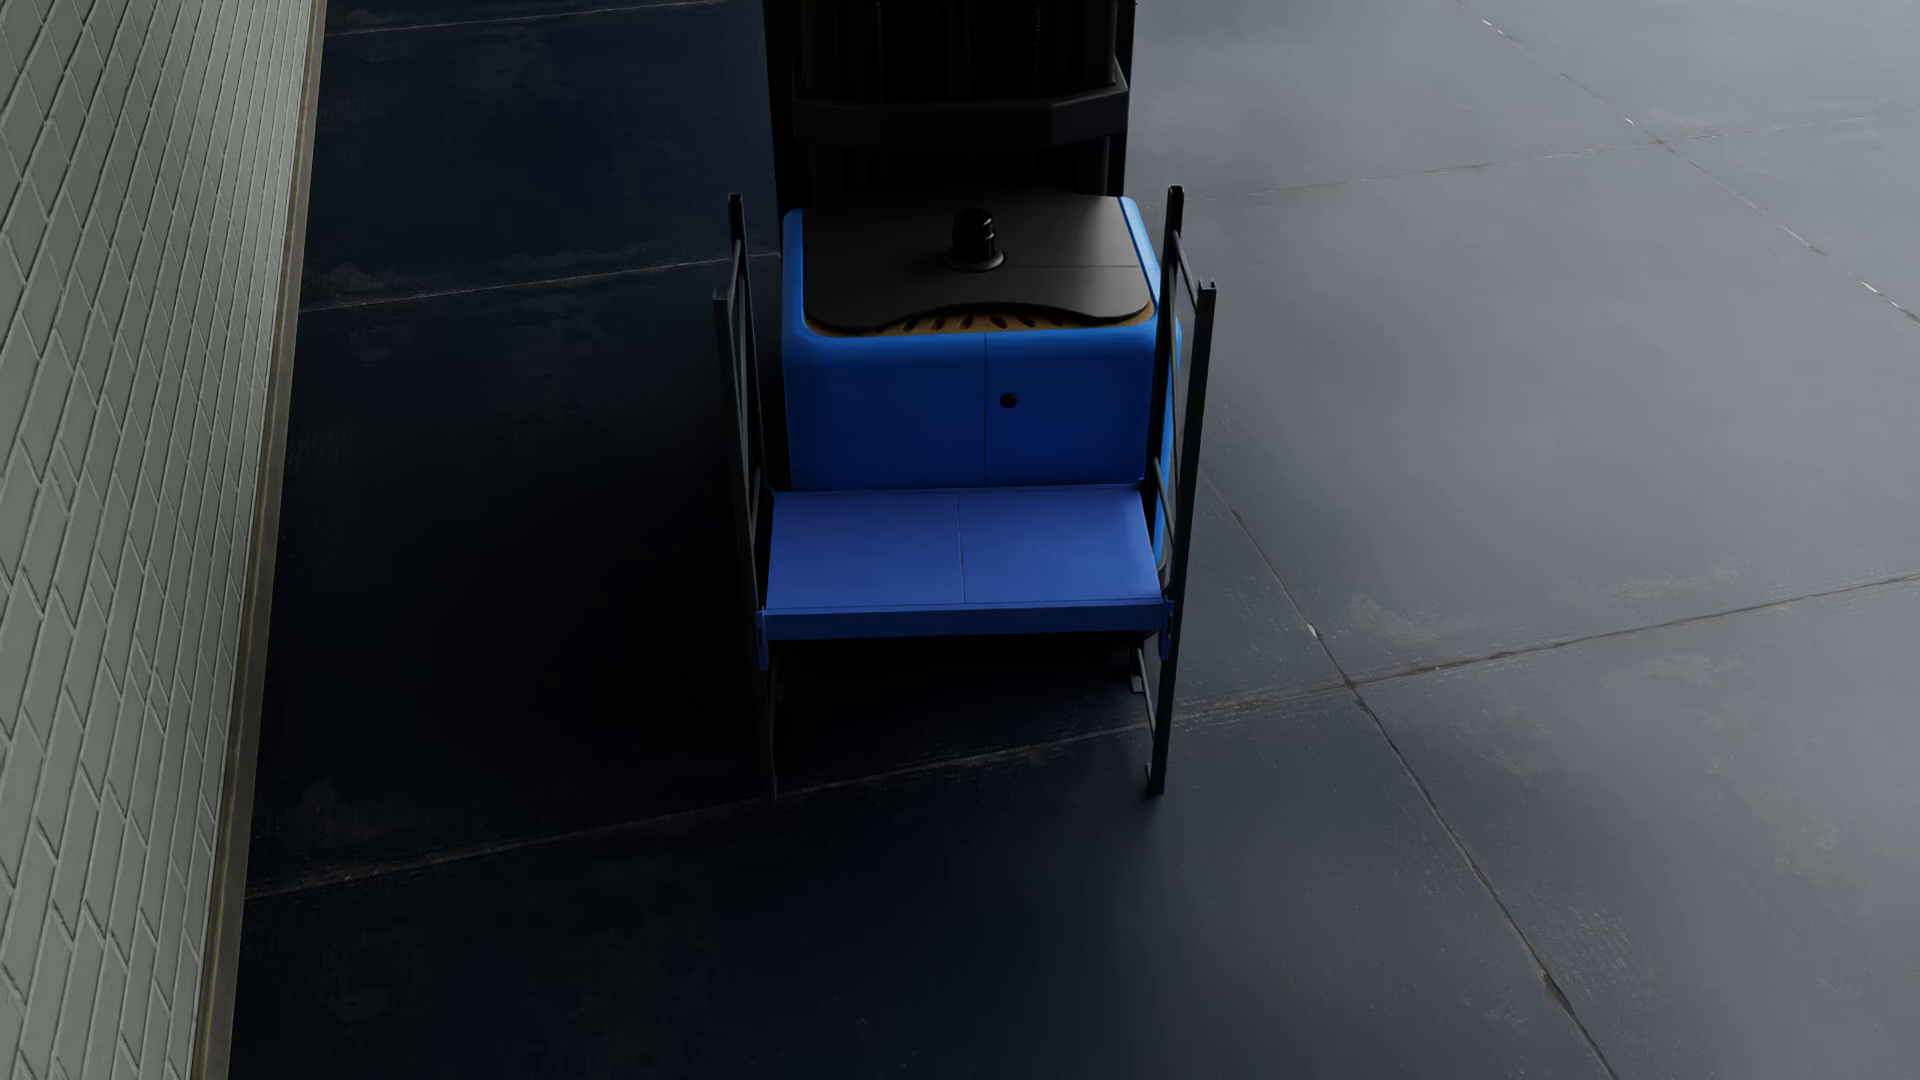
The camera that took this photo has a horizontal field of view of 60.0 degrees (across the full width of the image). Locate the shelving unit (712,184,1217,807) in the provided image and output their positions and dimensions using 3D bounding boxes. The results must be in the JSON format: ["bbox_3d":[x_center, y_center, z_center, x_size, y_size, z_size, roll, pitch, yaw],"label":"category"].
[{"bbox_3d":[0.002,-0.065,4.101,1.048,1.500,0.538,-1,37,-2],"label":"shelving unit"}]

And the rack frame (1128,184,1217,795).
[{"bbox_3d":[0.510,-0.078,4.118,0.032,1.500,0.500,-1,37,-2],"label":"rack frame"}]

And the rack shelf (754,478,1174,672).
[{"bbox_3d":[0.002,0.078,4.210,1.000,0.185,0.538,-1,37,-2],"label":"rack shelf"}]

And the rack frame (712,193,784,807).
[{"bbox_3d":[-0.506,-0.052,4.083,0.032,1.500,0.500,-1,37,-2],"label":"rack frame"}]

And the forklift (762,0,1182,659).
[{"bbox_3d":[-0.051,-1.708,5.071,1.130,2.935,3.031,-3,37,-4],"label":"forklift"}]
